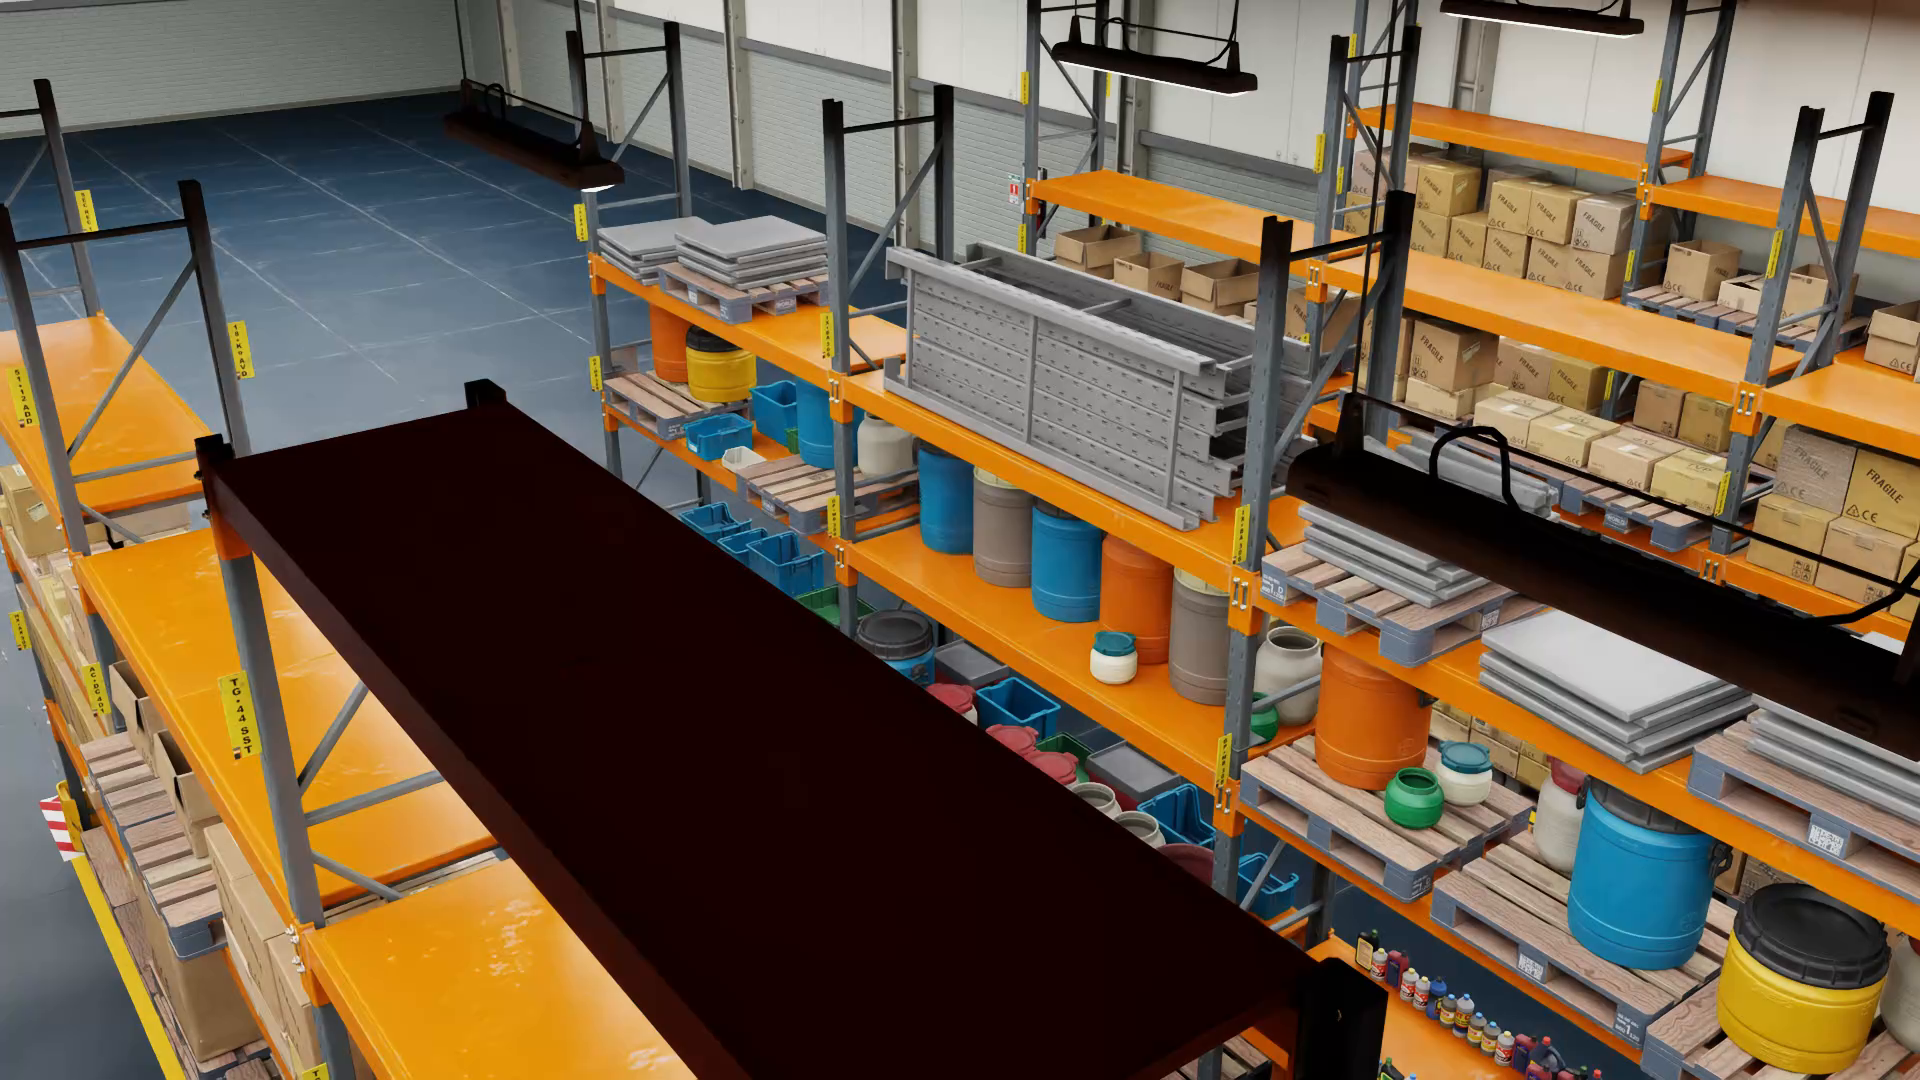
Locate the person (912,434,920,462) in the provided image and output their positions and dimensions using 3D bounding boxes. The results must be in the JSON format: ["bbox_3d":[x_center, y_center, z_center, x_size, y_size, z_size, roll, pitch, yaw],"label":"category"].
[{"bbox_3d":[-0.374,-1.371,20.178,0.445,1.520,0.445,-18,31,-34],"label":"person"}]
